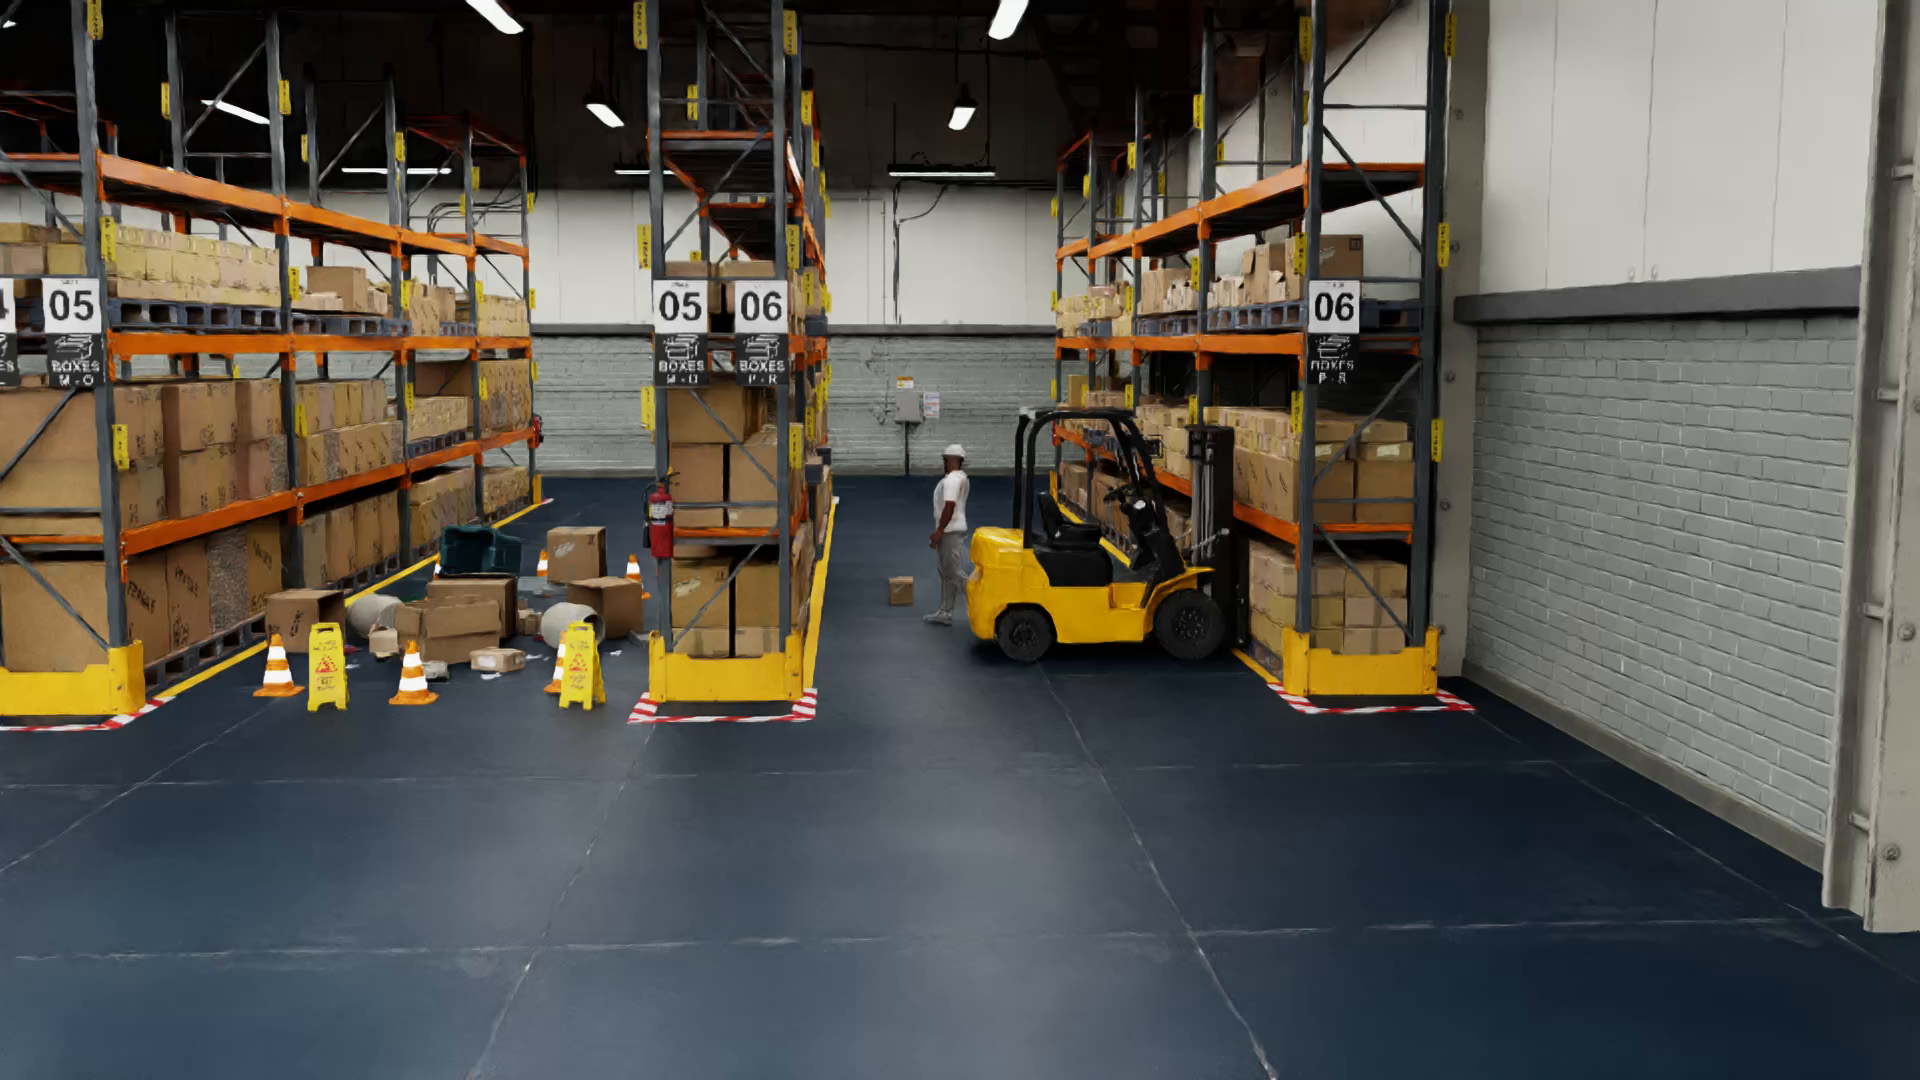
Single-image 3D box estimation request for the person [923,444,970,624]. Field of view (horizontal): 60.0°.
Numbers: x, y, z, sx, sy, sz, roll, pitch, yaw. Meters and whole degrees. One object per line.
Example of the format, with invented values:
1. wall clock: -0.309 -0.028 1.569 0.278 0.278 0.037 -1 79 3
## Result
1. person: -0.052 -0.068 16.306 0.628 1.744 0.618 0 7 0
